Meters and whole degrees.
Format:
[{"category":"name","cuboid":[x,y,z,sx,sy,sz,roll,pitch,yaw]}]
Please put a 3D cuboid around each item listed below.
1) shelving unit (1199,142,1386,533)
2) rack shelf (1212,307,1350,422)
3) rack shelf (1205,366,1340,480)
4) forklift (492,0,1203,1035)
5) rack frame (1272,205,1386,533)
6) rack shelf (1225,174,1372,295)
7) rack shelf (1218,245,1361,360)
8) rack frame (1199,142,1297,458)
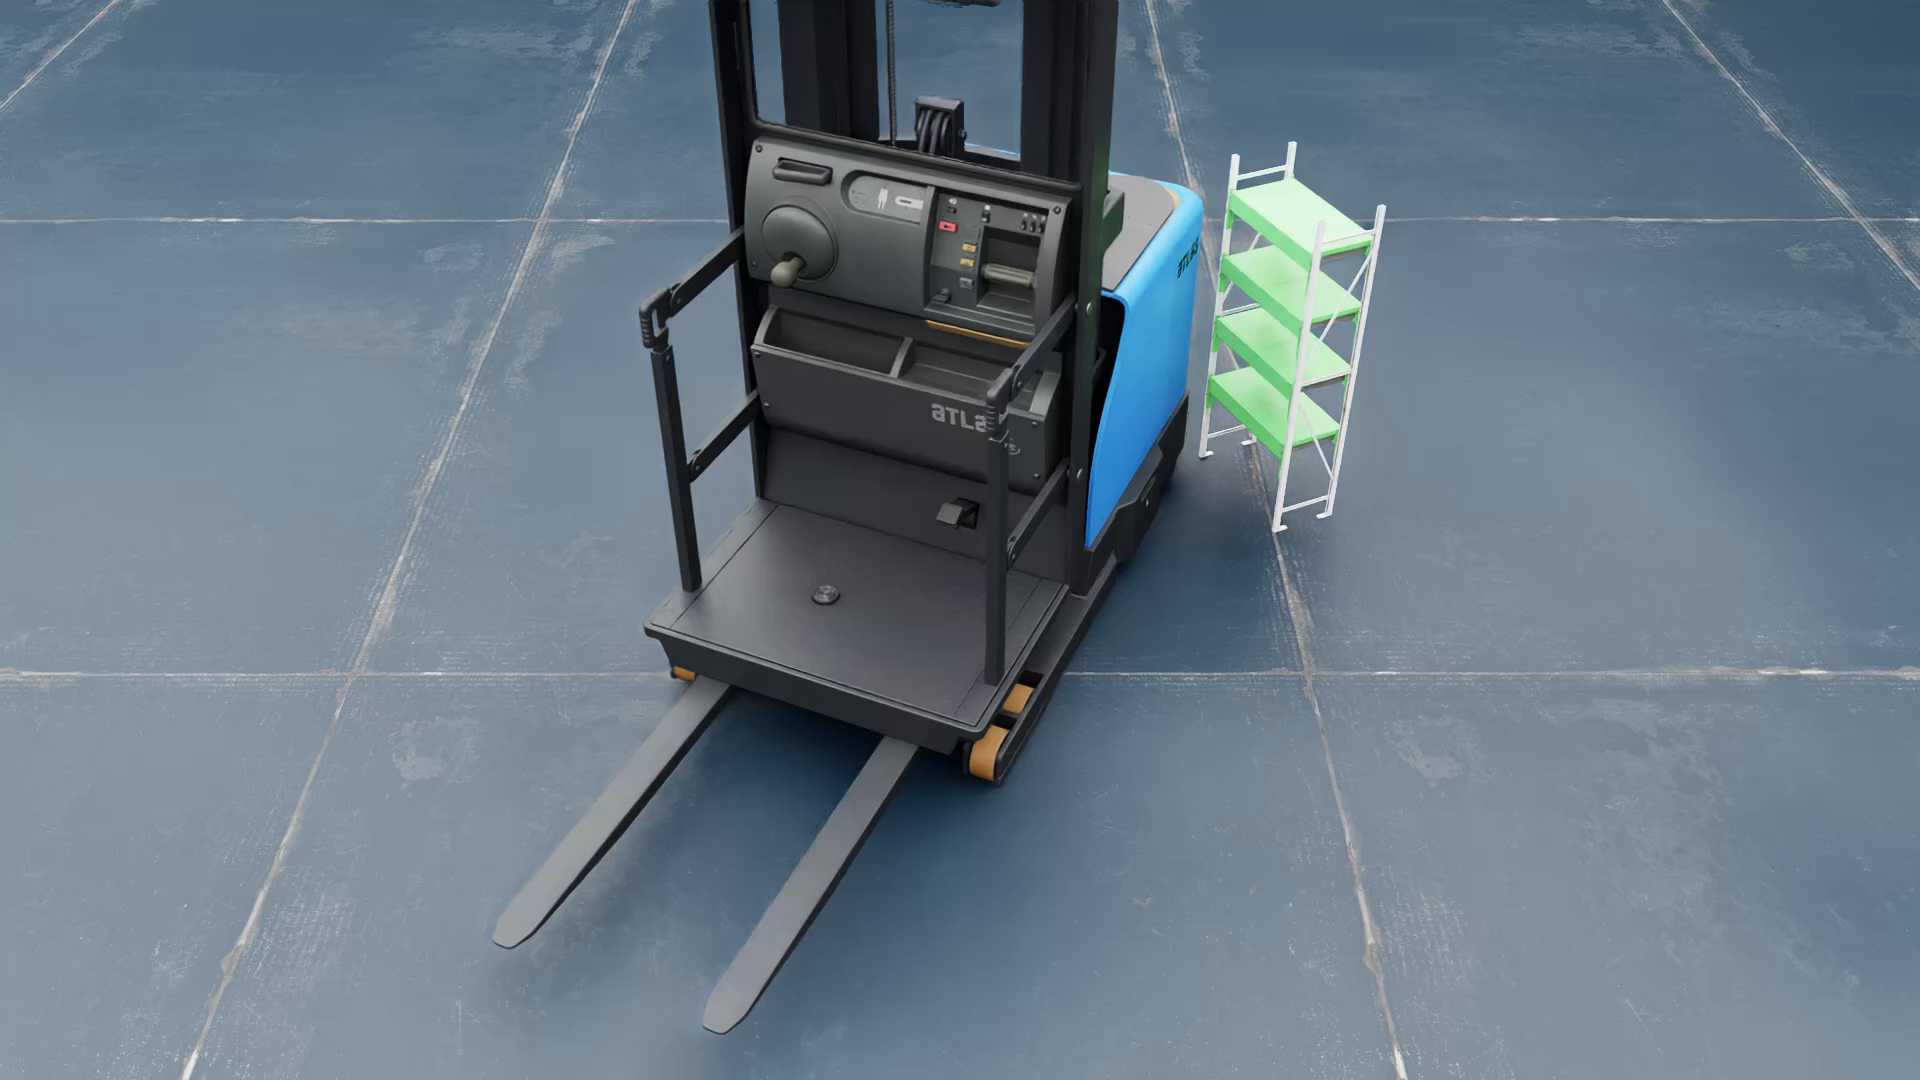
[{"category":"shelving unit","cuboid":[1.095,-0.667,5.623,0.258,1.200,0.503,-16,41,-19]},{"category":"rack shelf","cuboid":[1.095,-0.617,5.663,0.258,0.148,0.480,-16,41,-19]},{"category":"rack shelf","cuboid":[1.095,-0.430,5.813,0.258,0.148,0.480,-16,41,-19]},{"category":"forklift","cuboid":[-0.246,-0.748,4.340,1.130,2.935,3.031,16,41,19]},{"category":"rack frame","cuboid":[1.197,-0.529,5.450,0.240,1.200,0.015,-16,41,-19]},{"category":"rack shelf","cuboid":[1.095,-0.992,5.363,0.258,0.148,0.480,-16,41,-19]},{"category":"rack shelf","cuboid":[1.095,-0.805,5.513,0.258,0.148,0.480,-16,41,-19]},{"category":"rack frame","cuboid":[0.993,-0.806,5.796,0.240,1.200,0.015,-16,41,-19]}]
